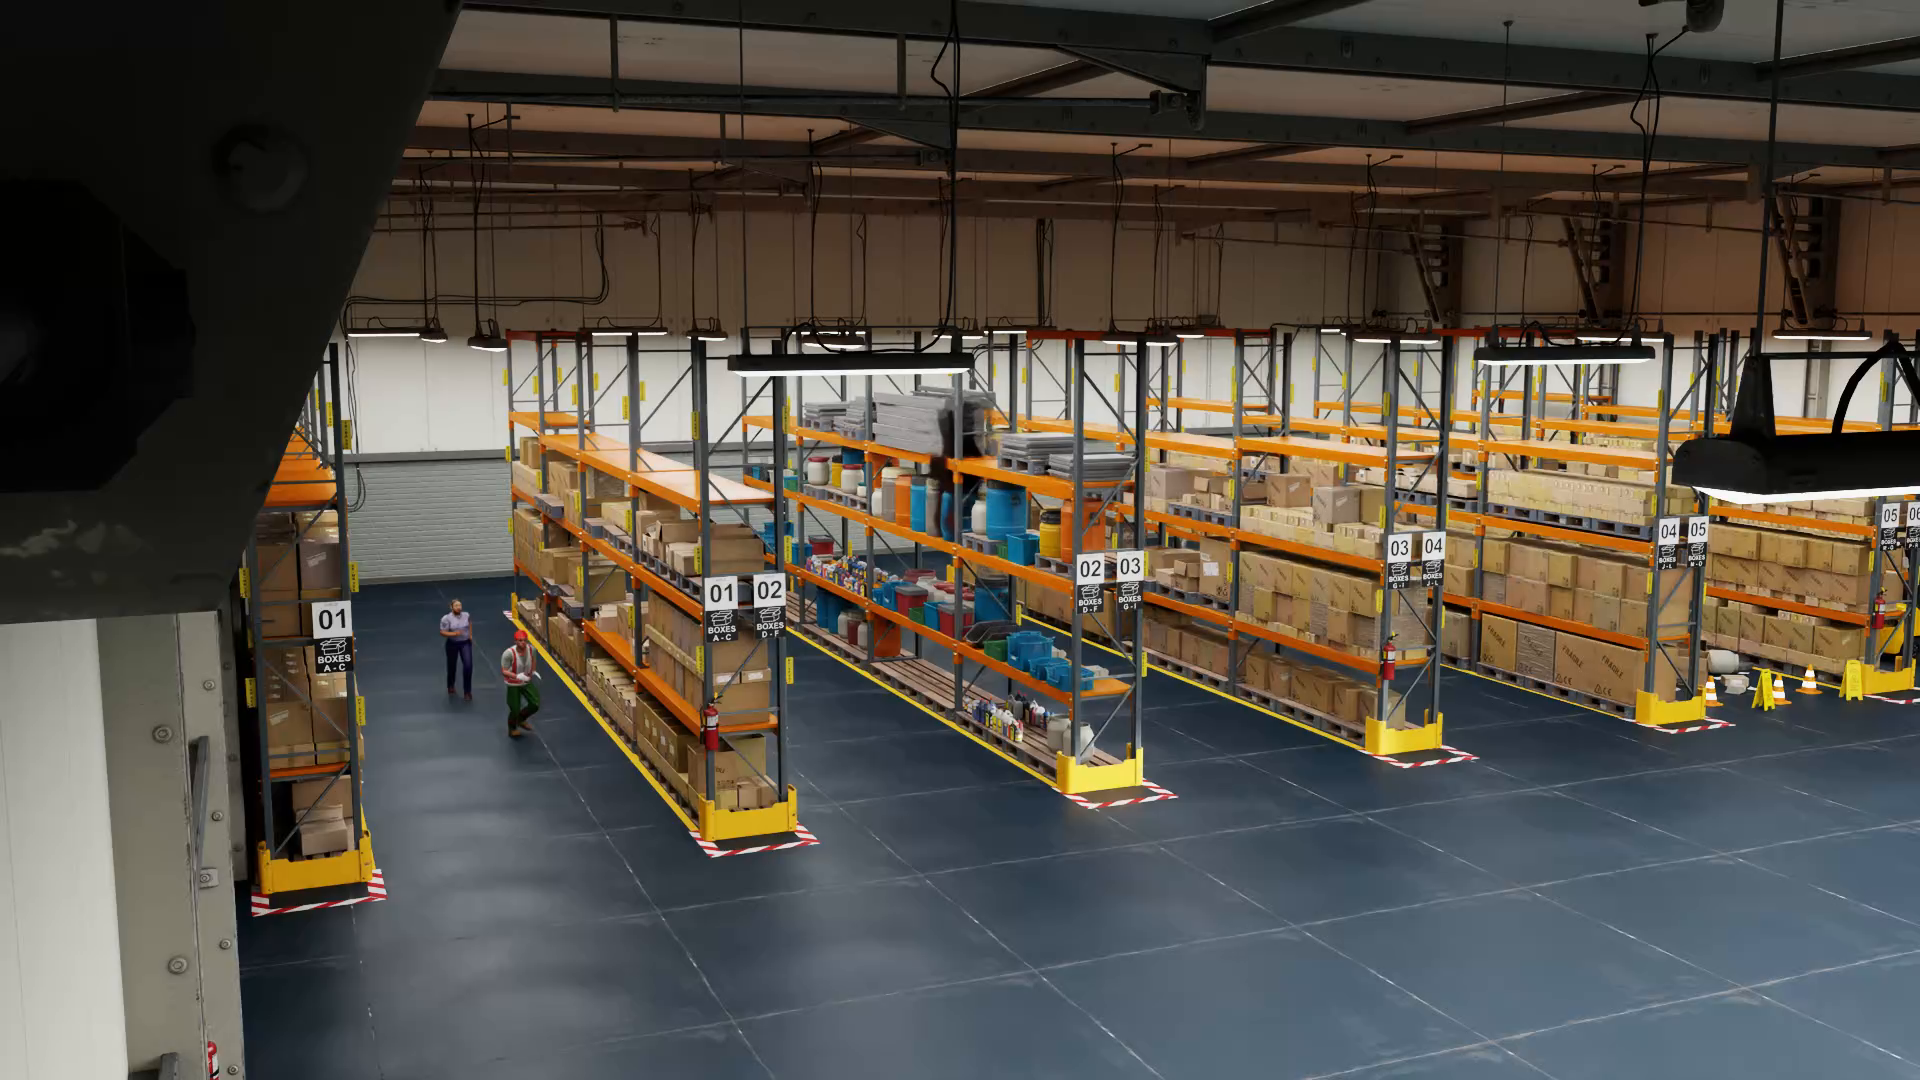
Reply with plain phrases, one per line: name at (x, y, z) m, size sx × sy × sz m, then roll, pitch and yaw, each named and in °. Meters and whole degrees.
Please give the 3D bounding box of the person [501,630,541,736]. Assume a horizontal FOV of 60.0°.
person at (-6.519, 2.140, 24.786) m, size 0.699 × 1.679 × 0.806 m, roll -7°, pitch 10°, yaw -41°

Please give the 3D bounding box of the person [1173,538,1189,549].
person at (5.597, -0.260, 42.232) m, size 0.615 × 1.719 × 0.678 m, roll -7°, pitch 11°, yaw -42°

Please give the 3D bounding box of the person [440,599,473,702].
person at (-8.283, 1.799, 27.401) m, size 0.560 × 1.707 × 0.842 m, roll -4°, pitch 9°, yaw -28°
